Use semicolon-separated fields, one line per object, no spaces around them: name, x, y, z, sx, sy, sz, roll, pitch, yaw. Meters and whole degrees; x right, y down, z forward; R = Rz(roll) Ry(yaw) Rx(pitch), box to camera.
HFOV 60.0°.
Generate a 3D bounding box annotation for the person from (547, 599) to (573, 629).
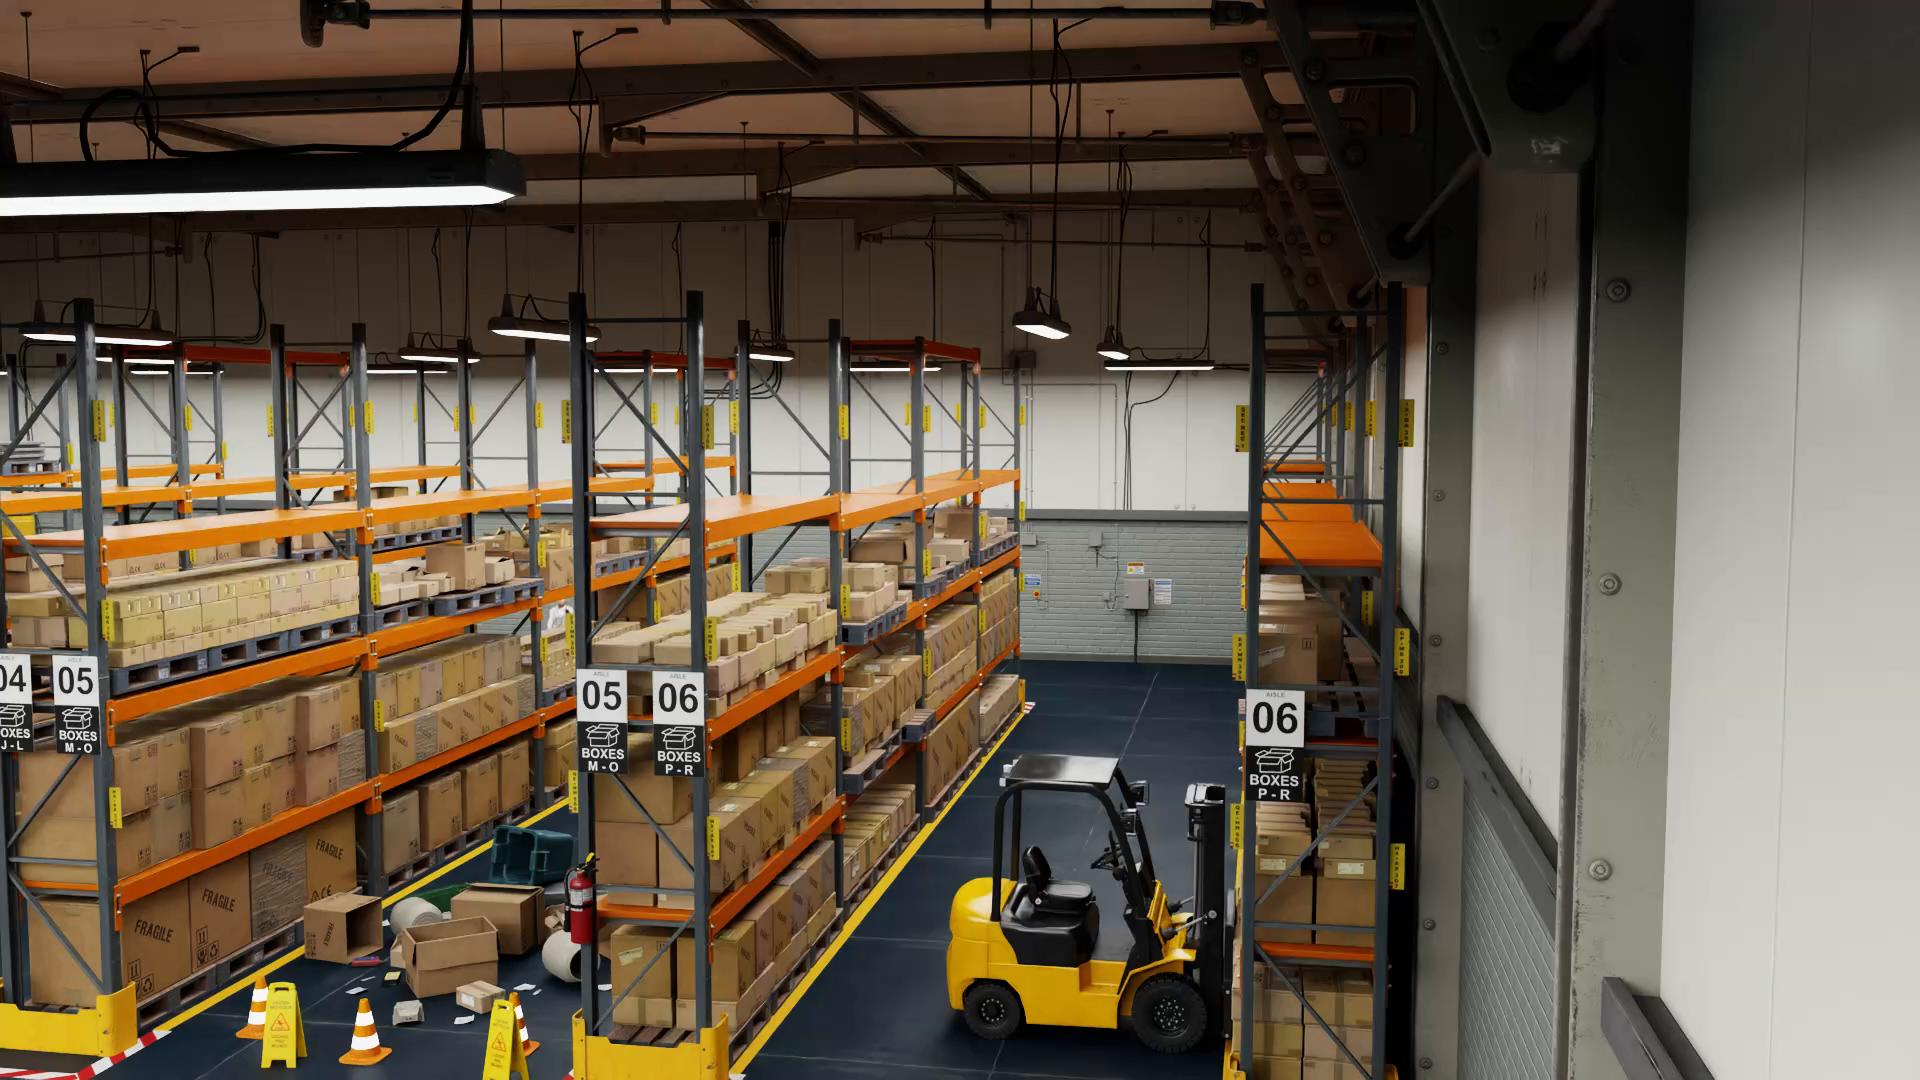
person;-7.563;1.791;31.481;0.480;1.635;0.965;1;5;7
